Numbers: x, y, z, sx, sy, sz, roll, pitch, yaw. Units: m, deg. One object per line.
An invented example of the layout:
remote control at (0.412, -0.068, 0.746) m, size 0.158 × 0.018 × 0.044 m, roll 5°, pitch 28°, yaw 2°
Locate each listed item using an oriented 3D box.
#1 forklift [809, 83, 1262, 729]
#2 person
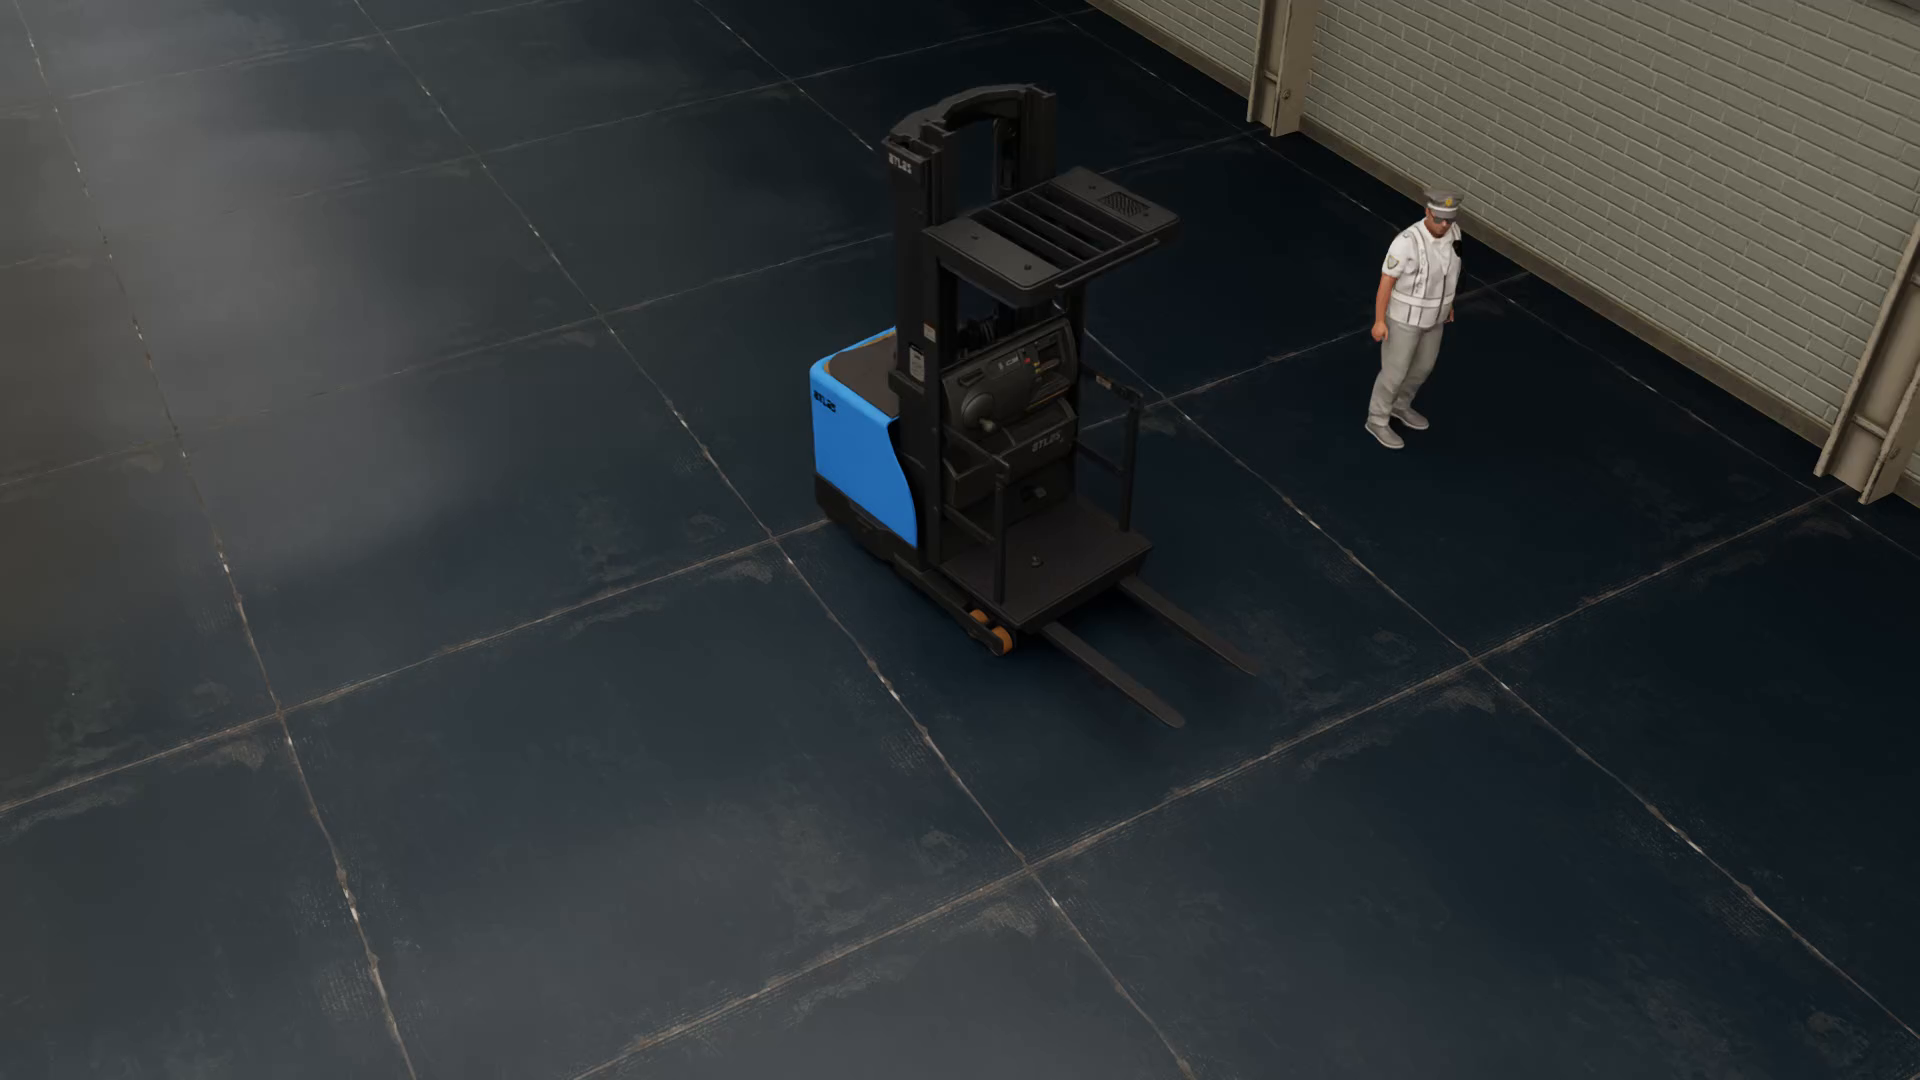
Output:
forklift at (0.421, -0.833, 9.041) m, size 1.130 × 2.935 × 3.031 m, roll -29°, pitch 48°, yaw -30°
person at (2.948, -1.443, 10.695) m, size 0.651 × 1.761 × 0.441 m, roll -22°, pitch 44°, yaw -24°
